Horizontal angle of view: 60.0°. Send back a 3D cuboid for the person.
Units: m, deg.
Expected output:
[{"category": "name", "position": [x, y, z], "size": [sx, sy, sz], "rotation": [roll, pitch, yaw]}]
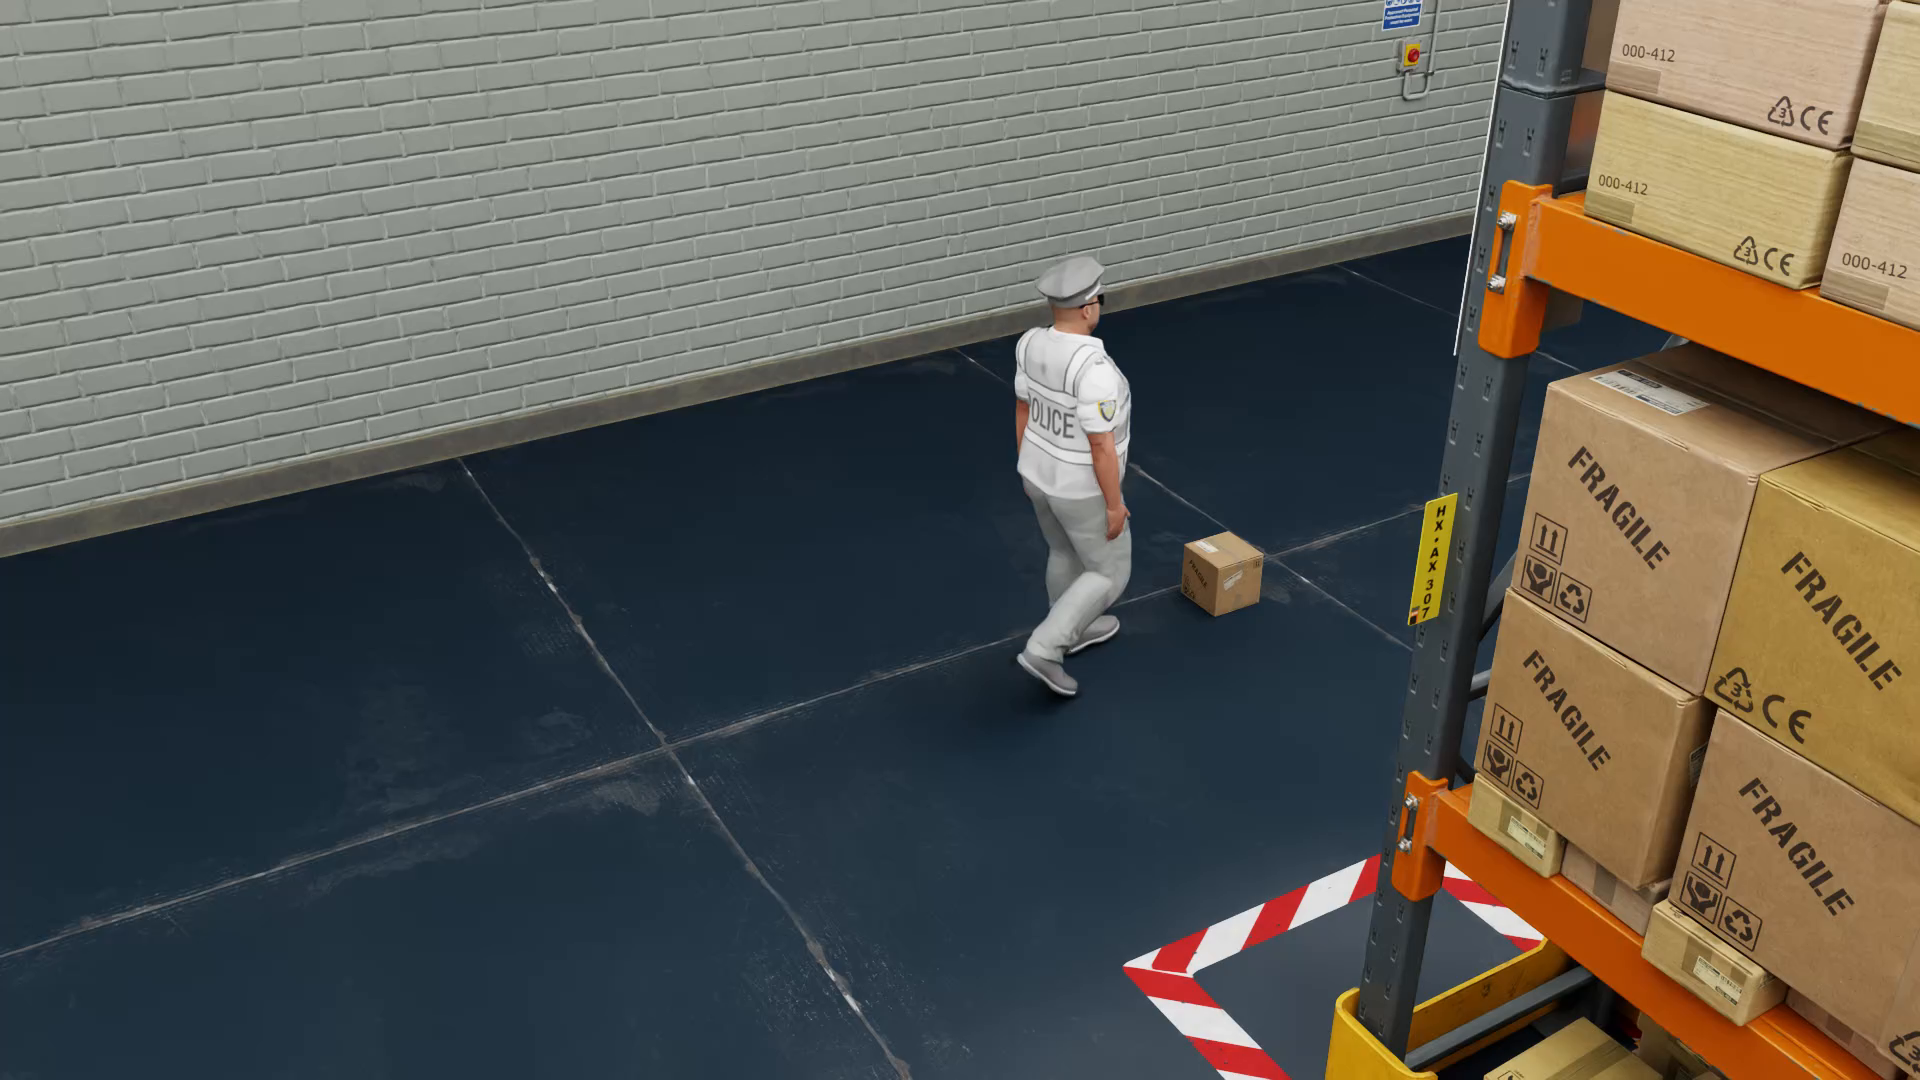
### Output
[{"category": "person", "position": [0.451, -0.247, 6.537], "size": [0.695, 1.763, 0.569], "rotation": [-18, 33, -29]}]
